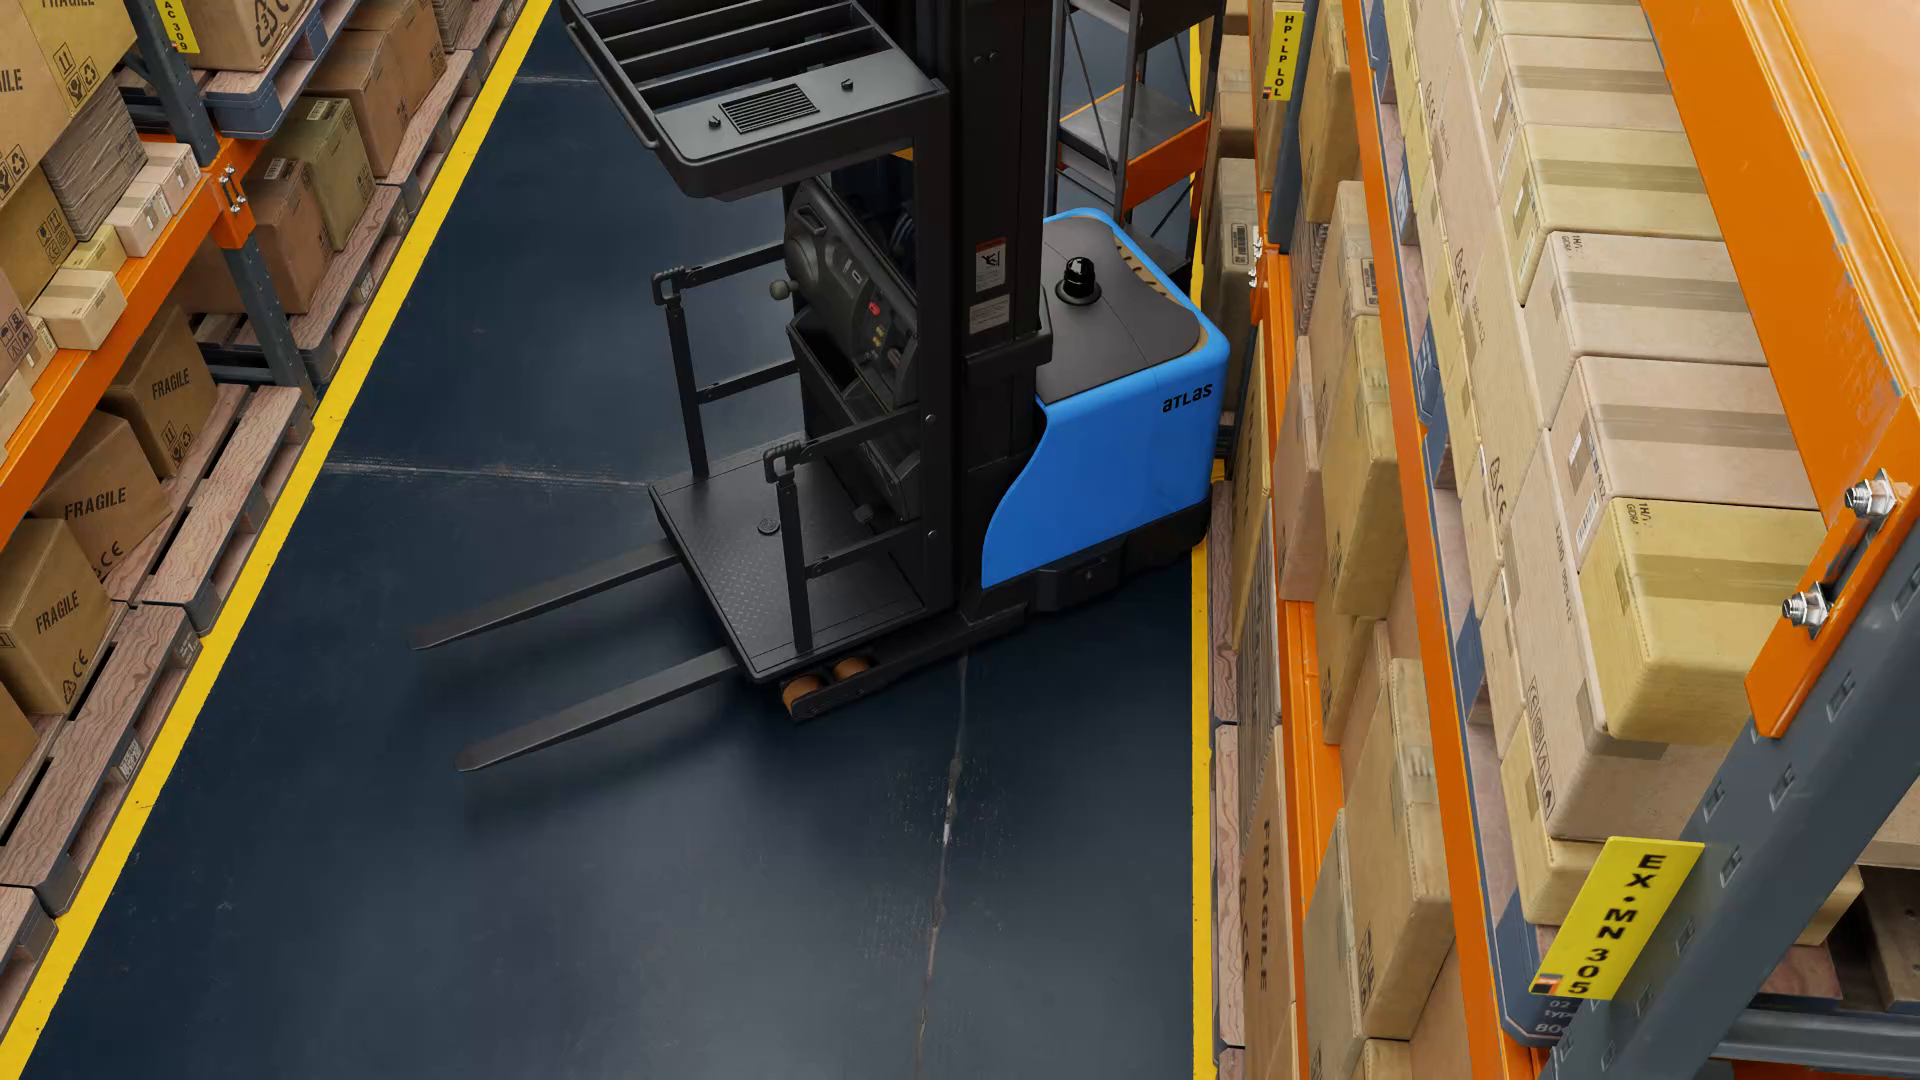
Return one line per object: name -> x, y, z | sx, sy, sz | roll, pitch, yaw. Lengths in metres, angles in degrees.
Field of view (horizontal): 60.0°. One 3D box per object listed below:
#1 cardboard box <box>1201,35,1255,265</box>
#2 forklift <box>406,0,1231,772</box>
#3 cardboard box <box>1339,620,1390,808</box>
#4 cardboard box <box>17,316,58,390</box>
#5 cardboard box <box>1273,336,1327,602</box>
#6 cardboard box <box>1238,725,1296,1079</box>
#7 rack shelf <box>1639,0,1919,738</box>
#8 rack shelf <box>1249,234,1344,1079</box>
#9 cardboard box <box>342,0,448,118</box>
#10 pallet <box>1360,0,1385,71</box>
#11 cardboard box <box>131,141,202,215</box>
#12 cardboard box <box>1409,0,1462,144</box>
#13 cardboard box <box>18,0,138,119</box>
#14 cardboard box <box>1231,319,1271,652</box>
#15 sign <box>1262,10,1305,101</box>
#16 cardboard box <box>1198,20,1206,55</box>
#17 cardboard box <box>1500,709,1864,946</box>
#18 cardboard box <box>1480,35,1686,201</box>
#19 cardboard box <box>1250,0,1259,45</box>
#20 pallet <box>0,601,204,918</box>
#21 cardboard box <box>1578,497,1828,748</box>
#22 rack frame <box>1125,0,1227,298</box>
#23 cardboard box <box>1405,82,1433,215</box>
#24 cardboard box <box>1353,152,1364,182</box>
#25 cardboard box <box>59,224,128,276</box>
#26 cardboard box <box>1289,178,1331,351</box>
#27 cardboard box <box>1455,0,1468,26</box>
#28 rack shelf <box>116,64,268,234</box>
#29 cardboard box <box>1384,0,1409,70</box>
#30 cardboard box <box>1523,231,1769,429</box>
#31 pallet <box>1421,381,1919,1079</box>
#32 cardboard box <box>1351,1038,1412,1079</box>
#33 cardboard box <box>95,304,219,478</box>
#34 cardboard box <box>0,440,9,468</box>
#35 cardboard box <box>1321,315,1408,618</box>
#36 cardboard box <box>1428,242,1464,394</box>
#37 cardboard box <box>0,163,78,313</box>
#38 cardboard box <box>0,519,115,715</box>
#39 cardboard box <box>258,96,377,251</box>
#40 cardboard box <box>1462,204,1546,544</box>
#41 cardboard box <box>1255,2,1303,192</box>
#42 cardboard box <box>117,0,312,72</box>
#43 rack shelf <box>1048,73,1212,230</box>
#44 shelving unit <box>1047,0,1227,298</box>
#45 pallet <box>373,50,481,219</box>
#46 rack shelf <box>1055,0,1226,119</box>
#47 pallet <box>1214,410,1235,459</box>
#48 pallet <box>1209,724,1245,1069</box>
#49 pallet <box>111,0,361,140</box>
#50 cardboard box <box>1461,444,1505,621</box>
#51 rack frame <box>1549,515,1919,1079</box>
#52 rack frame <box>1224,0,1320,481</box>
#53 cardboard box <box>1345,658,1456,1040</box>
cardboard box -> 1.665, -1.749, 7.583 | 1.050, 0.750, 0.750 | 4, 48, 4
forklift -> -0.552, -0.775, 5.499 | 3.031, 2.935, 1.130 | -21, 51, -18
cardboard box -> 1.435, 0.608, 4.085 | 0.875, 0.550, 0.550 | 4, 48, 4
cardboard box -> -3.232, -0.612, 5.474 | 0.380, 0.149, 0.250 | 4, 48, 4
cardboard box -> 1.390, -0.180, 4.806 | 0.875, 0.550, 0.550 | 4, 48, 4
cardboard box -> 1.316, 1.169, 4.829 | 0.875, 0.875, 0.875 | 3, 48, 3
rack shelf -> 1.424, -1.373, 2.692 | 1.077, 0.370, 4.000 | 4, 48, 4
rack shelf -> 1.424, 0.517, 4.758 | 1.077, 0.370, 4.000 | 4, 48, 4
cardboard box -> -3.083, -2.529, 8.452 | 0.700, 0.500, 0.500 | 7, 48, 7
pallet -> 1.521, -1.578, 4.214 | 1.003, 0.211, 1.213 | 4, 48, 4
cardboard box -> -3.051, -1.341, 6.140 | 0.380, 0.149, 0.250 | 4, 48, 4
cardboard box -> 1.147, -0.979, 3.154 | 0.500, 0.250, 0.500 | 4, 48, 4
cardboard box -> -3.091, -1.726, 5.375 | 0.500, 0.500, 0.500 | 4, 48, 4
cardboard box -> 1.479, -0.163, 6.048 | 0.875, 0.875, 0.875 | 5, 48, 4
sign -> 1.065, -1.589, 5.466 | 0.100, 0.325, 0.005 | 4, 48, 4
cardboard box -> 1.826, -3.076, 8.797 | 1.050, 0.750, 0.750 | 3, 48, 3
cardboard box -> 0.934, 0.373, 2.187 | 0.380, 0.149, 0.250 | 4, 48, 3
cardboard box -> 1.028, -0.645, 2.577 | 0.380, 0.149, 0.250 | 4, 48, 4
cardboard box -> 1.480, -2.374, 6.846 | 0.500, 0.500, 0.500 | 4, 48, 4
pallet -> -3.459, 0.732, 5.963 | 1.003, 0.211, 1.213 | 4, 48, 4
cardboard box -> 0.934, 0.101, 1.896 | 0.380, 0.149, 0.250 | 4, 48, 4
rack frame -> 0.860, -1.638, 6.851 | 0.015, 2.100, 0.400 | -34, 56, -27
cardboard box -> 1.074, -0.747, 3.212 | 0.380, 0.149, 0.250 | 4, 48, 4
cardboard box -> 1.604, -0.930, 4.760 | 0.875, 0.550, 0.550 | 4, 48, 4
cardboard box -> -3.166, -0.978, 5.808 | 0.380, 0.149, 0.250 | 4, 48, 4
cardboard box -> 1.584, -0.975, 5.533 | 0.875, 0.550, 0.550 | 4, 48, 4
cardboard box -> 1.073, -1.020, 2.921 | 0.380, 0.149, 0.250 | 4, 48, 4
rack shelf -> -3.142, -2.831, 7.820 | 1.077, 0.370, 4.000 | 4, 48, 4
cardboard box -> 1.120, -1.118, 3.551 | 0.380, 0.149, 0.250 | 4, 48, 4
cardboard box -> 0.982, -0.271, 2.236 | 0.380, 0.149, 0.250 | 5, 48, 4
pallet -> 1.299, 0.215, 2.574 | 1.003, 0.211, 1.213 | 4, 48, 4
cardboard box -> 1.230, 1.417, 3.345 | 0.875, 0.550, 0.550 | 4, 48, 4
cardboard box -> -3.400, -0.611, 6.711 | 0.500, 0.500, 0.500 | 3, 48, 2
cardboard box -> -3.202, -0.240, 5.133 | 0.380, 0.149, 0.250 | 4, 48, 4
cardboard box -> 1.377, -0.153, 4.049 | 0.875, 0.550, 0.500 | 4, 48, 4
cardboard box -> 1.027, -0.375, 2.871 | 0.380, 0.149, 0.250 | 3, 48, 3
cardboard box -> -3.507, -1.046, 5.431 | 0.875, 0.500, 0.500 | 4, 48, 4
cardboard box -> -3.423, 0.272, 5.903 | 0.500, 0.500, 0.500 | 0, 48, 0
cardboard box -> -3.184, -1.708, 7.701 | 0.700, 0.500, 0.500 | 4, 48, 3
cardboard box -> 1.054, -0.240, 2.478 | 0.500, 0.250, 0.500 | 4, 48, 4
cardboard box -> 1.387, -1.631, 6.167 | 0.500, 0.500, 0.500 | 4, 48, 3
cardboard box -> -3.112, -2.522, 6.359 | 1.000, 1.000, 1.000 | 4, 48, 4
rack shelf -> 0.680, -1.508, 6.751 | 0.480, 0.518, 0.431 | -34, 56, -27
shelving unit -> 0.680, -1.517, 6.741 | 0.503, 2.100, 0.431 | -34, 56, -27
pallet -> -3.146, -2.134, 8.584 | 1.003, 0.211, 1.213 | 4, 48, 4
rack shelf -> 0.679, -1.980, 6.234 | 0.480, 0.518, 0.431 | -34, 56, -27
pallet -> 1.601, -0.827, 7.389 | 1.003, 0.211, 1.213 | 4, 48, 4
pallet -> 1.350, 1.198, 5.537 | 1.003, 0.211, 1.213 | 4, 48, 4
pallet -> -3.109, -2.091, 6.785 | 1.003, 0.211, 1.213 | 4, 48, 4
cardboard box -> 0.981, -0.001, 2.529 | 0.380, 0.149, 0.250 | 5, 48, 4
rack frame -> 1.242, -0.281, 0.935 | 1.000, 3.000, 0.127 | 4, 48, 4
rack frame -> 1.606, -1.196, 5.837 | 1.000, 3.000, 0.127 | 4, 48, 4
cardboard box -> 1.272, 0.648, 3.317 | 0.875, 0.550, 0.550 | 4, 48, 4
